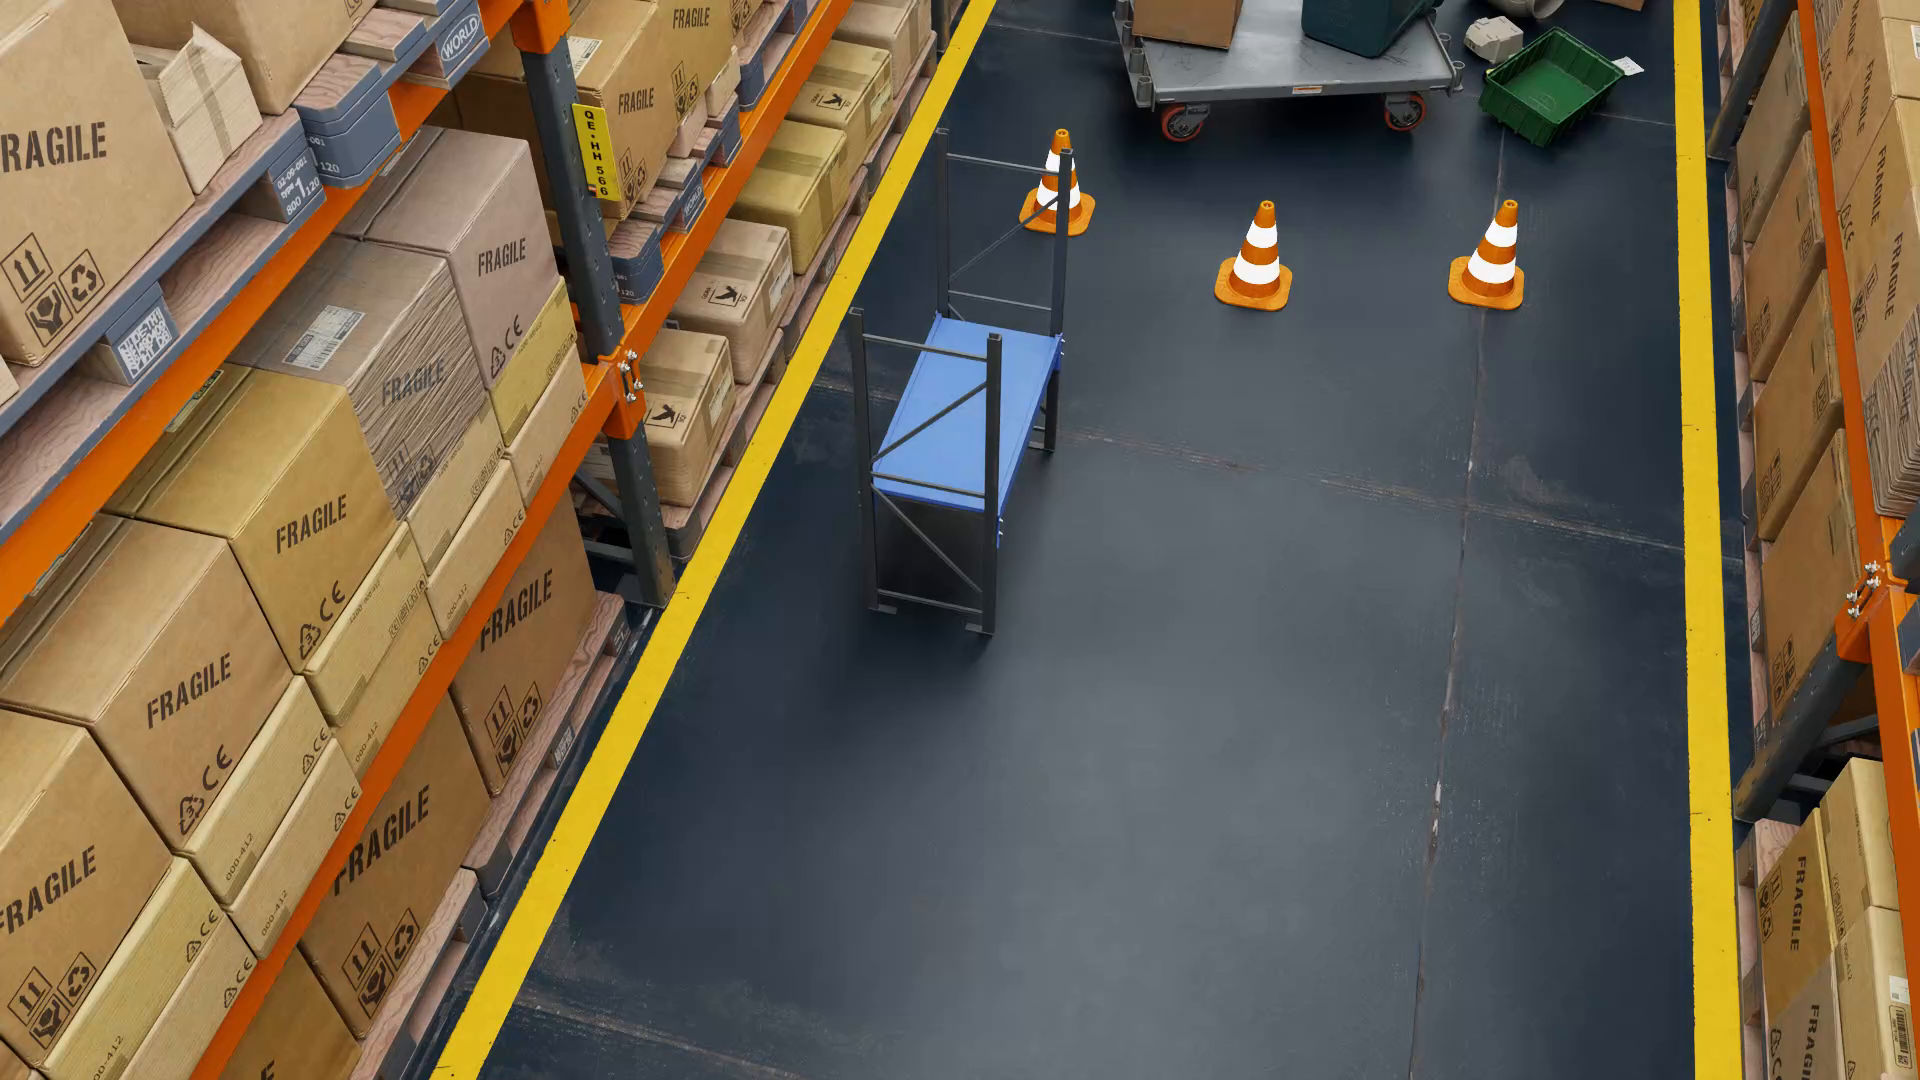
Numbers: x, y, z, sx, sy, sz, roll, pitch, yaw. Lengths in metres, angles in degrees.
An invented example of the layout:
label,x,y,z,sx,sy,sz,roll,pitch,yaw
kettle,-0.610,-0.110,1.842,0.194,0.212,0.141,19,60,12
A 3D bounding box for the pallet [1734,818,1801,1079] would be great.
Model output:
label,x,y,z,sx,sy,sz,roll,pitch,yaw
pallet,2.990,1.529,5.178,1.003,0.211,1.213,12,50,10

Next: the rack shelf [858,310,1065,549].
label,x,y,z,sx,sy,sz,roll,pitch,yaw
rack shelf,0.022,-0.439,6.296,0.538,0.185,1.000,12,50,10

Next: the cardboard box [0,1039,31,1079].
label,x,y,z,sx,sy,sz,roll,pitch,yaw
cardboard box,-2.158,1.032,3.024,0.500,0.500,0.500,11,50,10

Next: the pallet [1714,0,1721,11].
label,x,y,z,sx,sy,sz,roll,pitch,yaw
pallet,4.844,-3.349,9.484,1.003,0.211,1.213,12,50,10

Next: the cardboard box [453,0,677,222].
label,x,y,z,sx,sy,sz,roll,pitch,yaw
cardboard box,-1.264,-1.412,5.370,0.500,0.500,0.500,10,49,9

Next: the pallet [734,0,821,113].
label,x,y,z,sx,sy,sz,roll,pitch,yaw
pallet,-1.124,-2.239,6.772,1.003,0.211,1.213,12,50,10

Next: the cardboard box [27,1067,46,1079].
label,x,y,z,sx,sy,sz,roll,pitch,yaw
cardboard box,-2.160,1.270,3.314,0.500,0.250,0.500,12,50,11

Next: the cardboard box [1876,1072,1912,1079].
label,x,y,z,sx,sy,sz,roll,pitch,yaw
cardboard box,2.506,1.655,4.095,0.500,0.250,0.500,12,50,10

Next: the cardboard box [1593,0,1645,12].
label,x,y,z,sx,sy,sz,roll,pitch,yaw
cardboard box,3.668,-3.351,9.291,0.500,0.500,0.500,19,51,16

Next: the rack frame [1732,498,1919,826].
label,x,y,z,sx,sy,sz,roll,pitch,yaw
rack frame,3.197,0.042,4.632,1.000,3.000,0.127,12,50,10

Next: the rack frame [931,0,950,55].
label,x,y,z,sx,sy,sz,roll,pitch,yaw
rack frame,-0.552,-3.755,7.983,1.000,3.000,0.127,12,50,10

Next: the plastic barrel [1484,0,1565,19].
label,x,y,z,sx,sy,sz,roll,pitch,yaw
plastic barrel,3.068,-3.123,9.142,0.421,0.421,0.512,-27,54,-22

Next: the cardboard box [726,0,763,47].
label,x,y,z,sx,sy,sz,roll,pitch,yaw
cardboard box,-1.000,-2.176,6.044,0.500,0.500,0.500,12,50,11

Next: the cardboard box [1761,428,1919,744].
label,x,y,z,sx,sy,sz,roll,pitch,yaw
cardboard box,3.444,0.224,5.691,1.050,0.750,0.750,11,49,10

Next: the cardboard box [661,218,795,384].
label,x,y,z,sx,sy,sz,roll,pitch,yaw
cardboard box,-1.260,-1.074,7.088,0.950,0.372,0.625,11,49,9

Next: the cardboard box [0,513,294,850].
label,x,y,z,sx,sy,sz,roll,pitch,yaw
cardboard box,-1.893,0.295,3.675,0.500,0.500,0.500,11,49,9

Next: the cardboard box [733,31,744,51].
label,x,y,z,sx,sy,sz,roll,pitch,yaw
cardboard box,-1.037,-1.888,6.222,0.380,0.149,0.250,14,50,12

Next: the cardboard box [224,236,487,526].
label,x,y,z,sx,sy,sz,roll,pitch,yaw
cardboard box,-1.616,-0.428,4.312,0.500,0.500,0.500,12,50,11

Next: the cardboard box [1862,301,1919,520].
label,x,y,z,sx,sy,sz,roll,pitch,yaw
cardboard box,3.056,-0.370,4.928,0.500,0.500,0.500,12,50,10

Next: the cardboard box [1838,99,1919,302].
label,x,y,z,sx,sy,sz,roll,pitch,yaw
cardboard box,3.321,-1.092,5.566,0.500,0.500,0.500,11,49,9

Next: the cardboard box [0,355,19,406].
label,x,y,z,sx,sy,sz,roll,pitch,yaw
cardboard box,-1.839,-0.308,2.749,0.396,0.266,0.258,15,50,13

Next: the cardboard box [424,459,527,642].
label,x,y,z,sx,sy,sz,roll,pitch,yaw
cardboard box,-1.607,-0.023,4.788,0.500,0.250,0.500,12,50,11

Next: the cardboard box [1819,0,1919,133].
label,x,y,z,sx,sy,sz,roll,pitch,yaw
cardboard box,3.585,-1.831,6.218,0.500,0.500,0.500,11,50,10

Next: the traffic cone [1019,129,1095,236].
label,x,y,z,sx,sy,sz,roll,pitch,yaw
traffic cone,0.472,-1.743,7.898,0.336,0.463,0.334,12,50,10

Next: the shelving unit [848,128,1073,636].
label,x,y,z,sx,sy,sz,roll,pitch,yaw
shelving unit,0.022,-0.558,6.161,0.538,1.500,1.048,12,50,10

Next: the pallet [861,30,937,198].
label,x,y,z,sx,sy,sz,roll,pitch,yaw
pallet,-0.756,-2.269,8.531,1.003,0.211,1.213,12,50,10

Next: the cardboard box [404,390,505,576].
label,x,y,z,sx,sy,sz,roll,pitch,yaw
cardboard box,-1.619,-0.206,4.617,0.500,0.250,0.500,10,49,9

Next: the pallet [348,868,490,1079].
label,x,y,z,sx,sy,sz,roll,pitch,yaw
pallet,-2.209,1.496,5.208,1.003,0.211,1.213,12,50,10

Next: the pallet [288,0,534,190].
label,x,y,z,sx,sy,sz,roll,pitch,yaw
pallet,-1.724,-1.316,3.955,1.213,0.211,1.003,14,50,12

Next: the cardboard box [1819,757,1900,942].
label,x,y,z,sx,sy,sz,roll,pitch,yaw
cardboard box,2.782,0.933,4.732,0.500,0.250,0.500,10,49,8

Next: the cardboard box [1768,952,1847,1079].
label,x,y,z,sx,sy,sz,roll,pitch,yaw
cardboard box,2.636,1.555,4.683,0.500,0.500,0.500,12,50,10

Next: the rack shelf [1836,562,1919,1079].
label,x,y,z,sx,sy,sz,roll,pitch,yaw
rack shelf,2.670,1.726,3.624,1.077,0.370,4.000,12,50,10

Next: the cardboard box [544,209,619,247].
label,x,y,z,sx,sy,sz,roll,pitch,yaw
cardboard box,-1.340,-1.116,5.541,0.380,0.149,0.250,9,49,8

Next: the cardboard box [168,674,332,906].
label,x,y,z,sx,sy,sz,roll,pitch,yaw
cardboard box,-1.870,0.544,3.955,0.500,0.250,0.500,10,49,9

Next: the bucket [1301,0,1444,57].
label,x,y,z,sx,sy,sz,roll,pitch,yaw
bucket,2.061,-2.825,8.331,0.726,0.611,0.620,28,64,22

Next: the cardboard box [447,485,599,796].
label,x,y,z,sx,sy,sz,roll,pitch,yaw
cardboard box,-1.867,0.185,5.642,0.875,0.875,0.875,11,50,10

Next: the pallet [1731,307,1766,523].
label,x,y,z,sx,sy,sz,roll,pitch,yaw
pallet,3.800,-0.471,6.944,1.003,0.211,1.213,12,50,10

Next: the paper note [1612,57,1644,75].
label,x,y,z,sx,sy,sz,roll,pitch,yaw
paper note,3.553,-2.534,8.885,0.147,0.020,0.142,-19,51,-16

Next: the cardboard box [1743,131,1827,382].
label,x,y,z,sx,sy,sz,roll,pitch,yaw
cardboard box,3.915,-1.083,6.844,1.050,0.750,0.750,12,50,10

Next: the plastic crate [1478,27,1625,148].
label,x,y,z,sx,sy,sz,roll,pitch,yaw
plastic crate,3.031,-2.325,8.557,0.662,0.188,0.450,-37,68,-28

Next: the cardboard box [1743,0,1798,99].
label,x,y,z,sx,sy,sz,roll,pitch,yaw
cardboard box,4.483,-2.729,8.214,0.875,0.875,0.875,12,50,11

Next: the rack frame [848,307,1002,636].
label,x,y,z,sx,sy,sz,roll,pitch,yaw
rack frame,-0.111,-0.190,5.836,0.500,1.500,0.032,12,50,10

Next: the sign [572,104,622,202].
label,x,y,z,sx,sy,sz,roll,pitch,yaw
sign,-1.069,-1.138,4.900,0.100,0.325,0.005,12,50,10

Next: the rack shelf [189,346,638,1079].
label,x,y,z,sx,sy,sz,roll,pitch,yaw
rack shelf,-2.132,0.822,4.422,1.077,0.370,4.000,12,50,10

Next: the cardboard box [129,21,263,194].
label,x,y,z,sx,sy,sz,roll,pitch,yaw
cardboard box,-1.630,-0.884,3.257,0.396,0.266,0.258,10,49,9

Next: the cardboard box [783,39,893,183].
label,x,y,z,sx,sy,sz,roll,pitch,yaw
cardboard box,-0.874,-2.124,8.016,0.950,0.372,0.625,14,50,12

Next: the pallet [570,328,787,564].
label,x,y,z,sx,sy,sz,roll,pitch,yaw
pallet,-1.398,-0.504,6.973,1.003,0.211,1.213,12,50,10

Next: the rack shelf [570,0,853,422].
label,x,y,z,sx,sy,sz,roll,pitch,yaw
rack shelf,-1.079,-2.071,6.976,1.077,0.370,4.000,12,50,10

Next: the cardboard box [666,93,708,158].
label,x,y,z,sx,sy,sz,roll,pitch,yaw
cardboard box,-1.117,-1.503,5.882,0.380,0.149,0.250,9,49,8

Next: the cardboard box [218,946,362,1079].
label,x,y,z,sx,sy,sz,roll,pitch,yaw
cardboard box,-2.342,1.476,4.503,0.875,0.875,0.875,13,50,11

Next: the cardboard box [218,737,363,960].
label,x,y,z,sx,sy,sz,roll,pitch,yaw
cardboard box,-1.862,0.713,4.139,0.500,0.250,0.500,11,49,9
